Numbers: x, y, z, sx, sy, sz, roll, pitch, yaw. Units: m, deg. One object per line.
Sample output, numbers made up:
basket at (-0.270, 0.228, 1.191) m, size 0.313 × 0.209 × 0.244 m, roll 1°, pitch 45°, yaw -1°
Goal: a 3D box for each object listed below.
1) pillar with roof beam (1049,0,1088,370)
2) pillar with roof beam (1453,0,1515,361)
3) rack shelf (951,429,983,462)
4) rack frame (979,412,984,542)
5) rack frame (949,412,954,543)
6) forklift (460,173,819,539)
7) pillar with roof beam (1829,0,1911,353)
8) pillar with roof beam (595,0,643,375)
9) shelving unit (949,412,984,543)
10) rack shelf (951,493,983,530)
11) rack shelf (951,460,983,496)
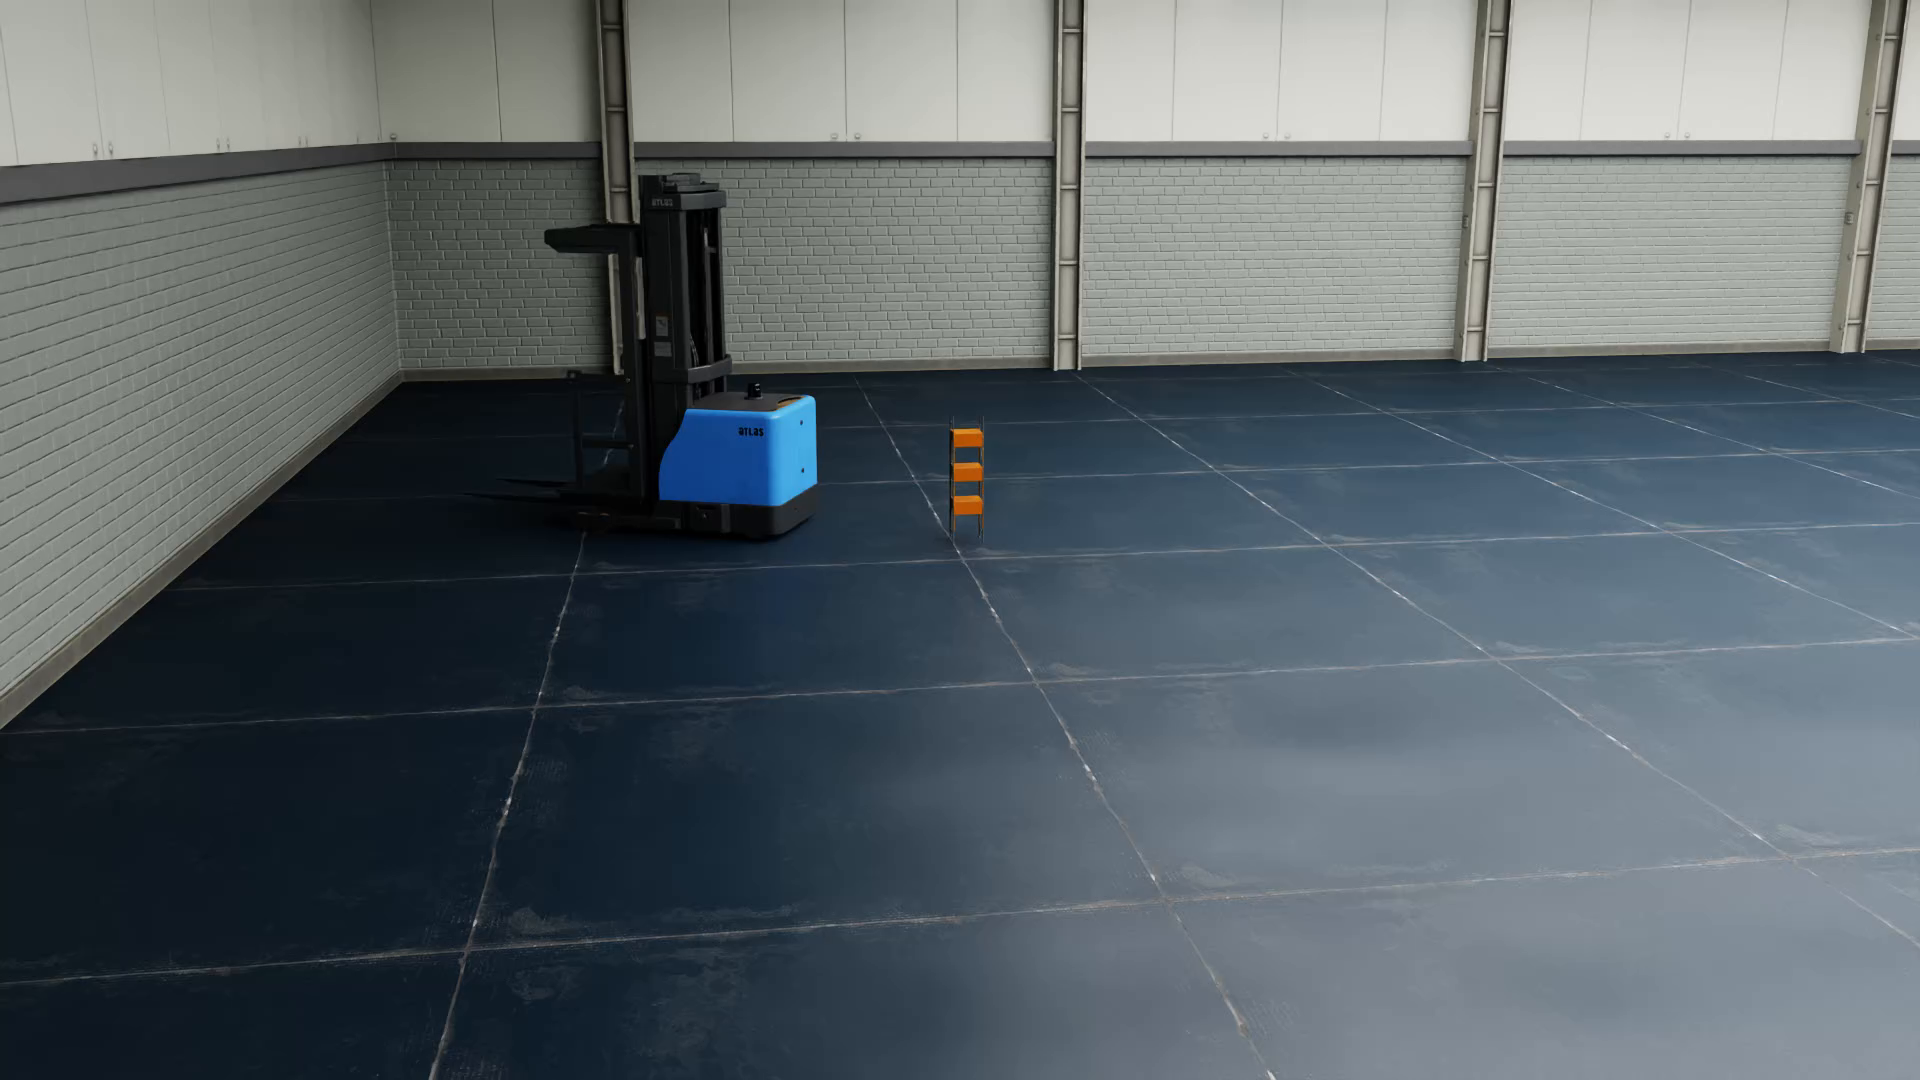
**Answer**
pillar with roof beam at (2.116, -5.732, 18.080) m, size 0.400 × 9.000 × 9.100 m, roll -2°, pitch 14°, yaw -8°
pillar with roof beam at (8.049, -5.950, 18.947) m, size 0.400 × 9.000 × 9.100 m, roll -2°, pitch 14°, yaw -8°
rack shelf at (0.053, -0.776, 13.535) m, size 0.240 × 0.259 × 0.215 m, roll -2°, pitch 14°, yaw -8°
rack frame at (0.174, -0.516, 13.619) m, size 0.008 × 1.050 × 0.200 m, roll -2°, pitch 14°, yaw -8°
rack frame at (-0.068, -0.507, 13.584) m, size 0.008 × 1.050 × 0.200 m, roll -2°, pitch 14°, yaw -8°
forklift at (-2.800, -1.602, 14.086) m, size 3.031 × 2.935 × 1.130 m, roll 4°, pitch 15°, yaw 14°
pillar with roof beam at (13.982, -6.167, 19.814) m, size 0.400 × 9.000 × 9.100 m, roll -2°, pitch 14°, yaw -8°
pillar with roof beam at (-3.817, -5.515, 17.213) m, size 0.400 × 9.000 × 9.100 m, roll -2°, pitch 14°, yaw -8°
shelving unit at (0.053, -0.511, 13.602) m, size 0.252 × 1.050 × 0.215 m, roll -2°, pitch 14°, yaw -8°
rack shelf at (0.053, -0.231, 13.672) m, size 0.240 × 0.259 × 0.215 m, roll -2°, pitch 14°, yaw -8°
rack shelf at (0.053, -0.501, 13.604) m, size 0.240 × 0.259 × 0.215 m, roll -2°, pitch 14°, yaw -8°
